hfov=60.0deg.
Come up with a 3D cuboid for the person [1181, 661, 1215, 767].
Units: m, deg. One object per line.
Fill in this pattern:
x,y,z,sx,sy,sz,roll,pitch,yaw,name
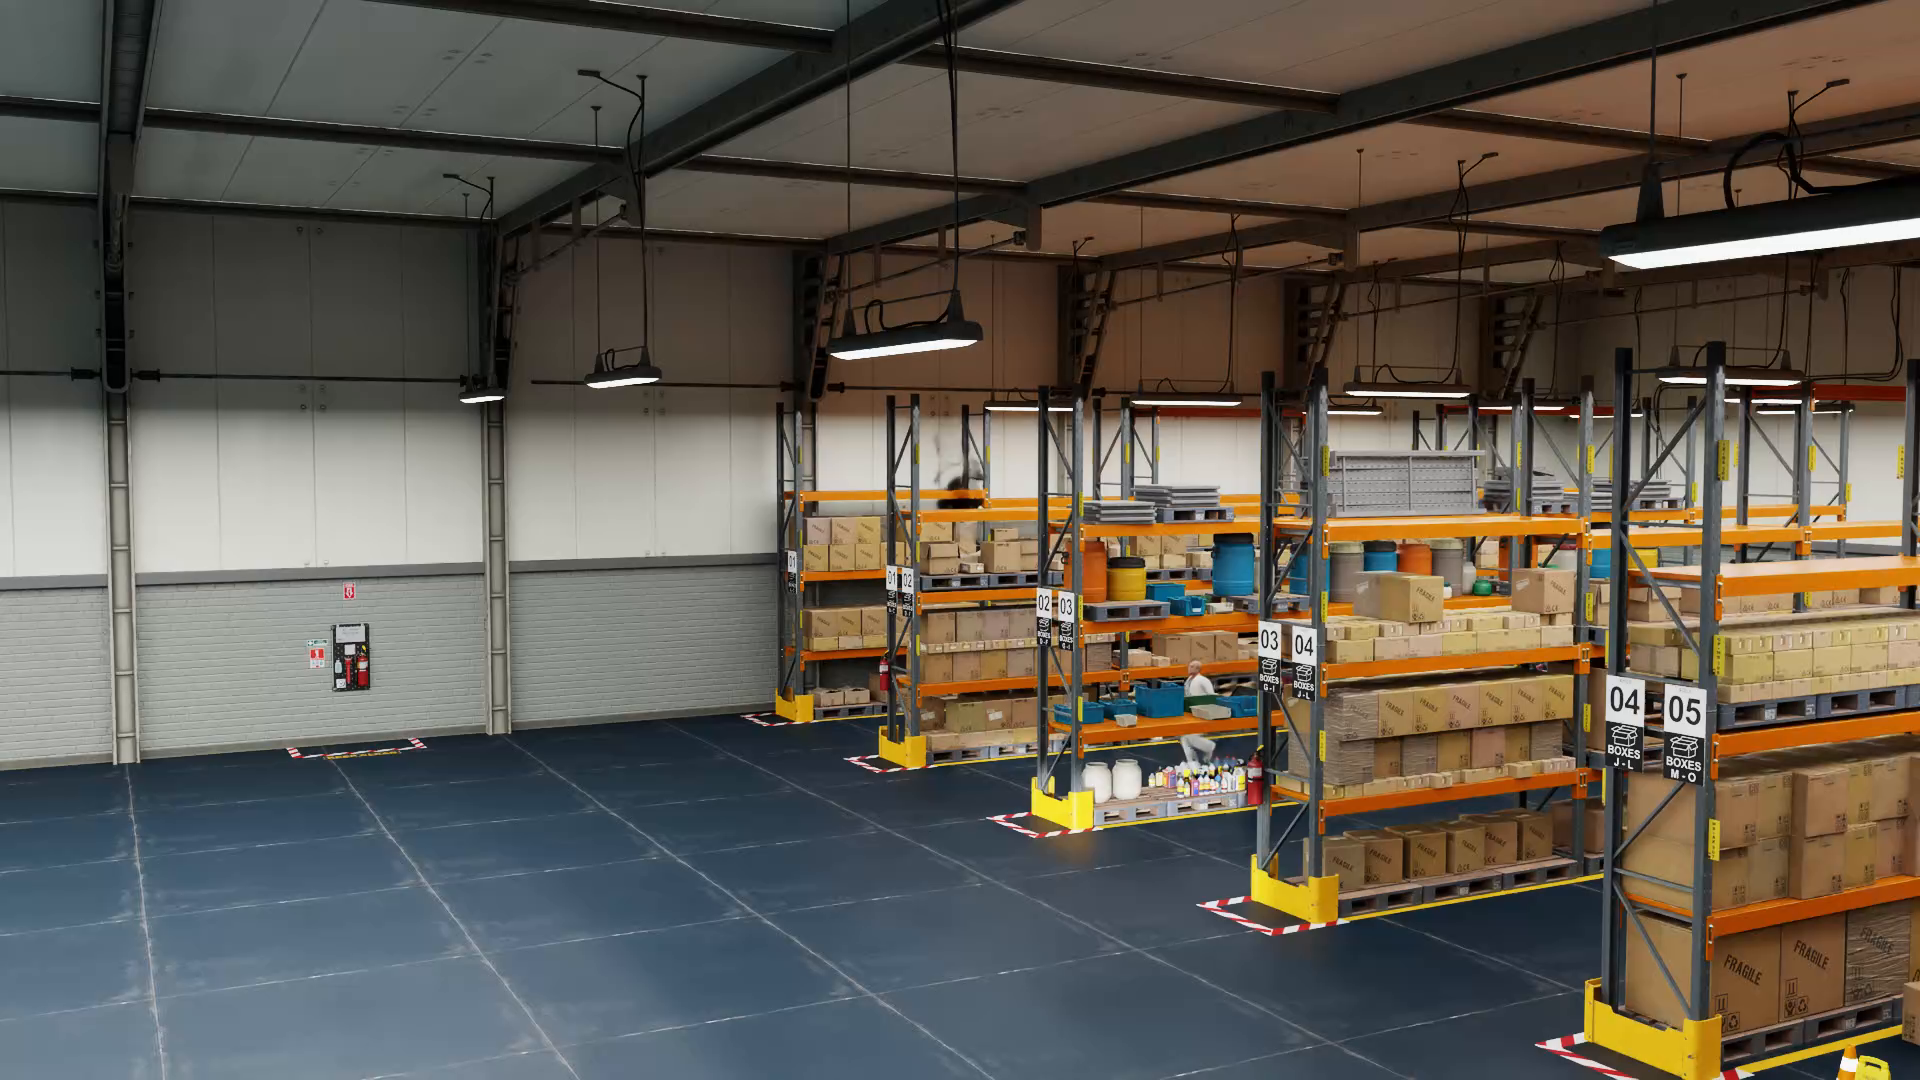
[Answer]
3.797,2.799,26.570,0.672,1.754,0.707,-2,4,-30,person
